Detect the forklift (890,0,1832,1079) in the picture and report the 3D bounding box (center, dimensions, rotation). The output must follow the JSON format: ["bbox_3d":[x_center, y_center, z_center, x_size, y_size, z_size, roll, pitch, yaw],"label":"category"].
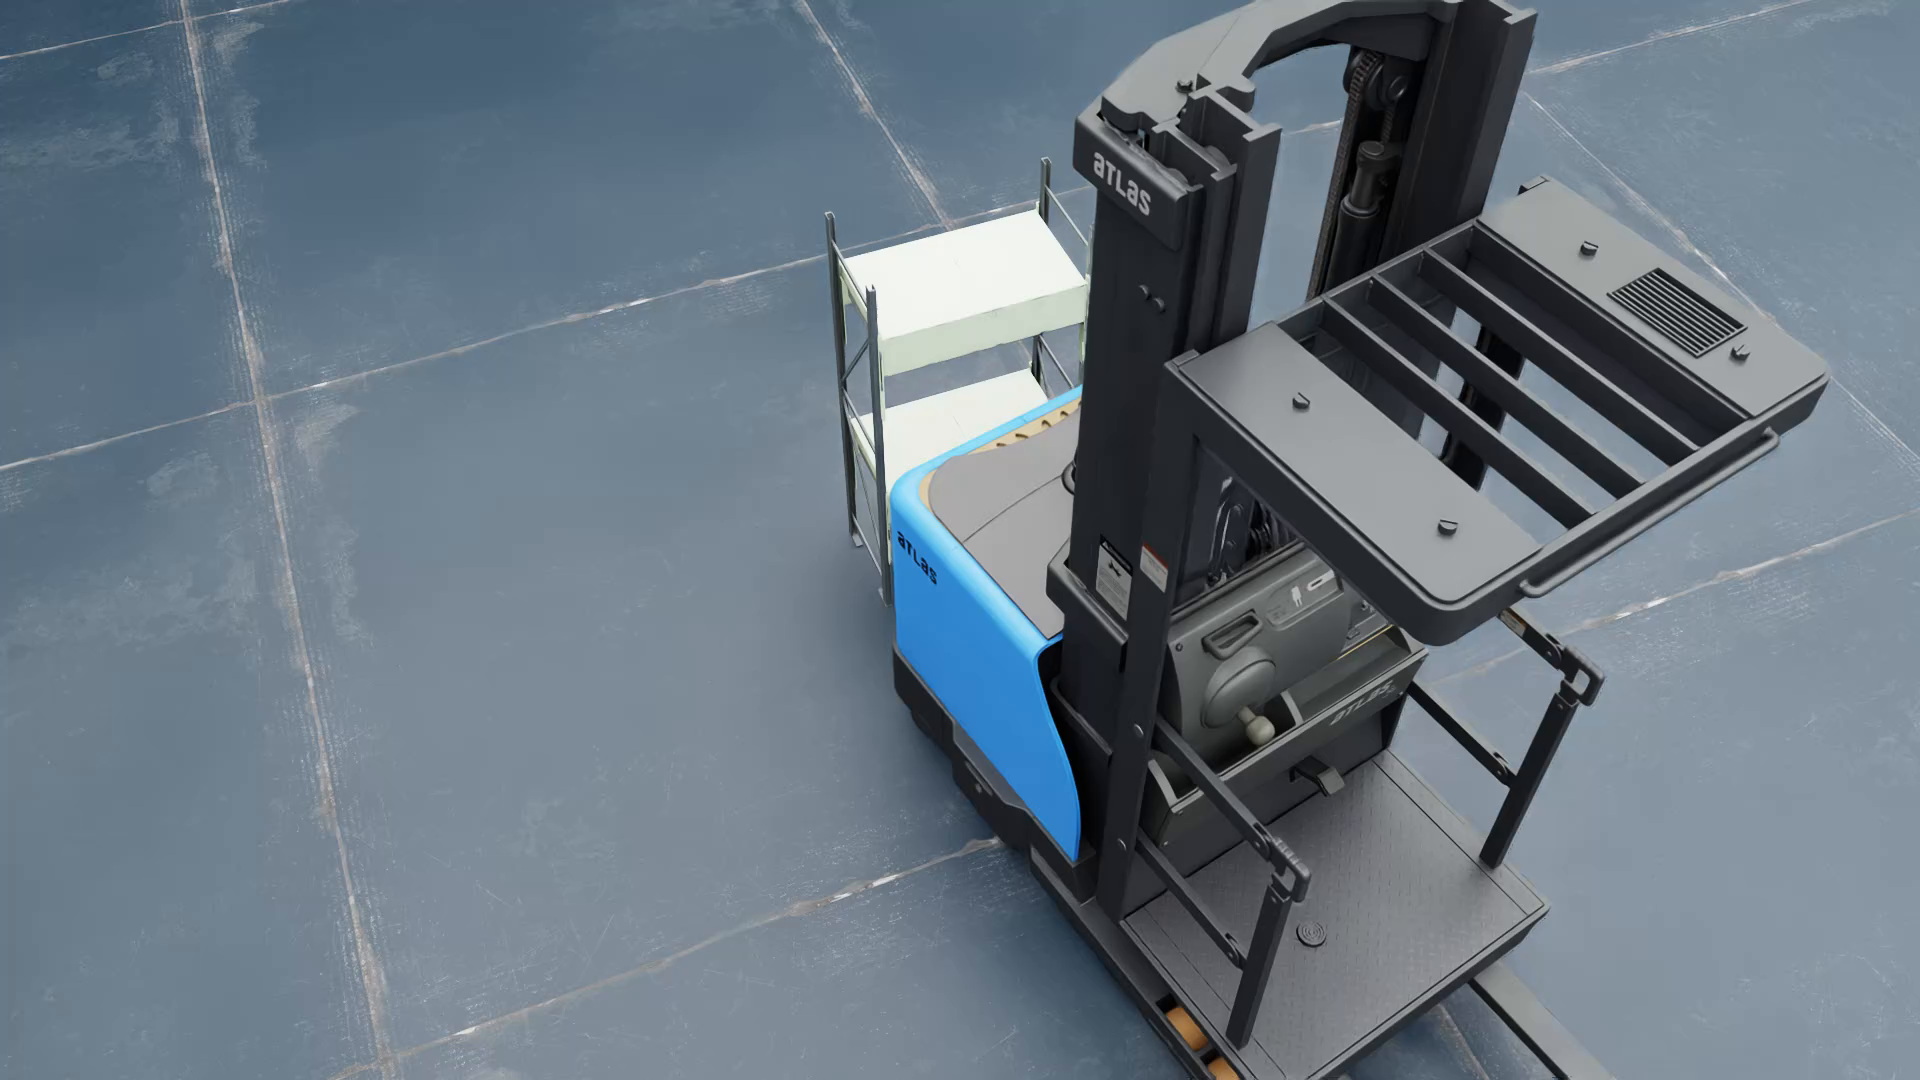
[{"bbox_3d":[1.020,0.282,4.076,1.130,2.935,3.031,-27,55,-22],"label":"forklift"}]

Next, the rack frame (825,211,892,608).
[{"bbox_3d":[-0.333,-0.386,5.593,0.023,1.500,0.400,-17,52,-14],"label":"rack frame"}]

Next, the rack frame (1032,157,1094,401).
[{"bbox_3d":[0.345,-0.596,5.773,0.023,1.500,0.400,-17,52,-14],"label":"rack frame"}]

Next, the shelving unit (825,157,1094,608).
[{"bbox_3d":[0.006,-0.491,5.683,0.755,1.500,0.431,-17,52,-14],"label":"shelving unit"}]

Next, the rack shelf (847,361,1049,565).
[{"bbox_3d":[0.006,-0.278,5.930,0.720,0.370,0.431,-17,52,-14],"label":"rack shelf"}]

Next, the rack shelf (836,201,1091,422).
[{"bbox_3d":[0.006,-0.745,5.387,0.720,0.370,0.431,-17,52,-14],"label":"rack shelf"}]
